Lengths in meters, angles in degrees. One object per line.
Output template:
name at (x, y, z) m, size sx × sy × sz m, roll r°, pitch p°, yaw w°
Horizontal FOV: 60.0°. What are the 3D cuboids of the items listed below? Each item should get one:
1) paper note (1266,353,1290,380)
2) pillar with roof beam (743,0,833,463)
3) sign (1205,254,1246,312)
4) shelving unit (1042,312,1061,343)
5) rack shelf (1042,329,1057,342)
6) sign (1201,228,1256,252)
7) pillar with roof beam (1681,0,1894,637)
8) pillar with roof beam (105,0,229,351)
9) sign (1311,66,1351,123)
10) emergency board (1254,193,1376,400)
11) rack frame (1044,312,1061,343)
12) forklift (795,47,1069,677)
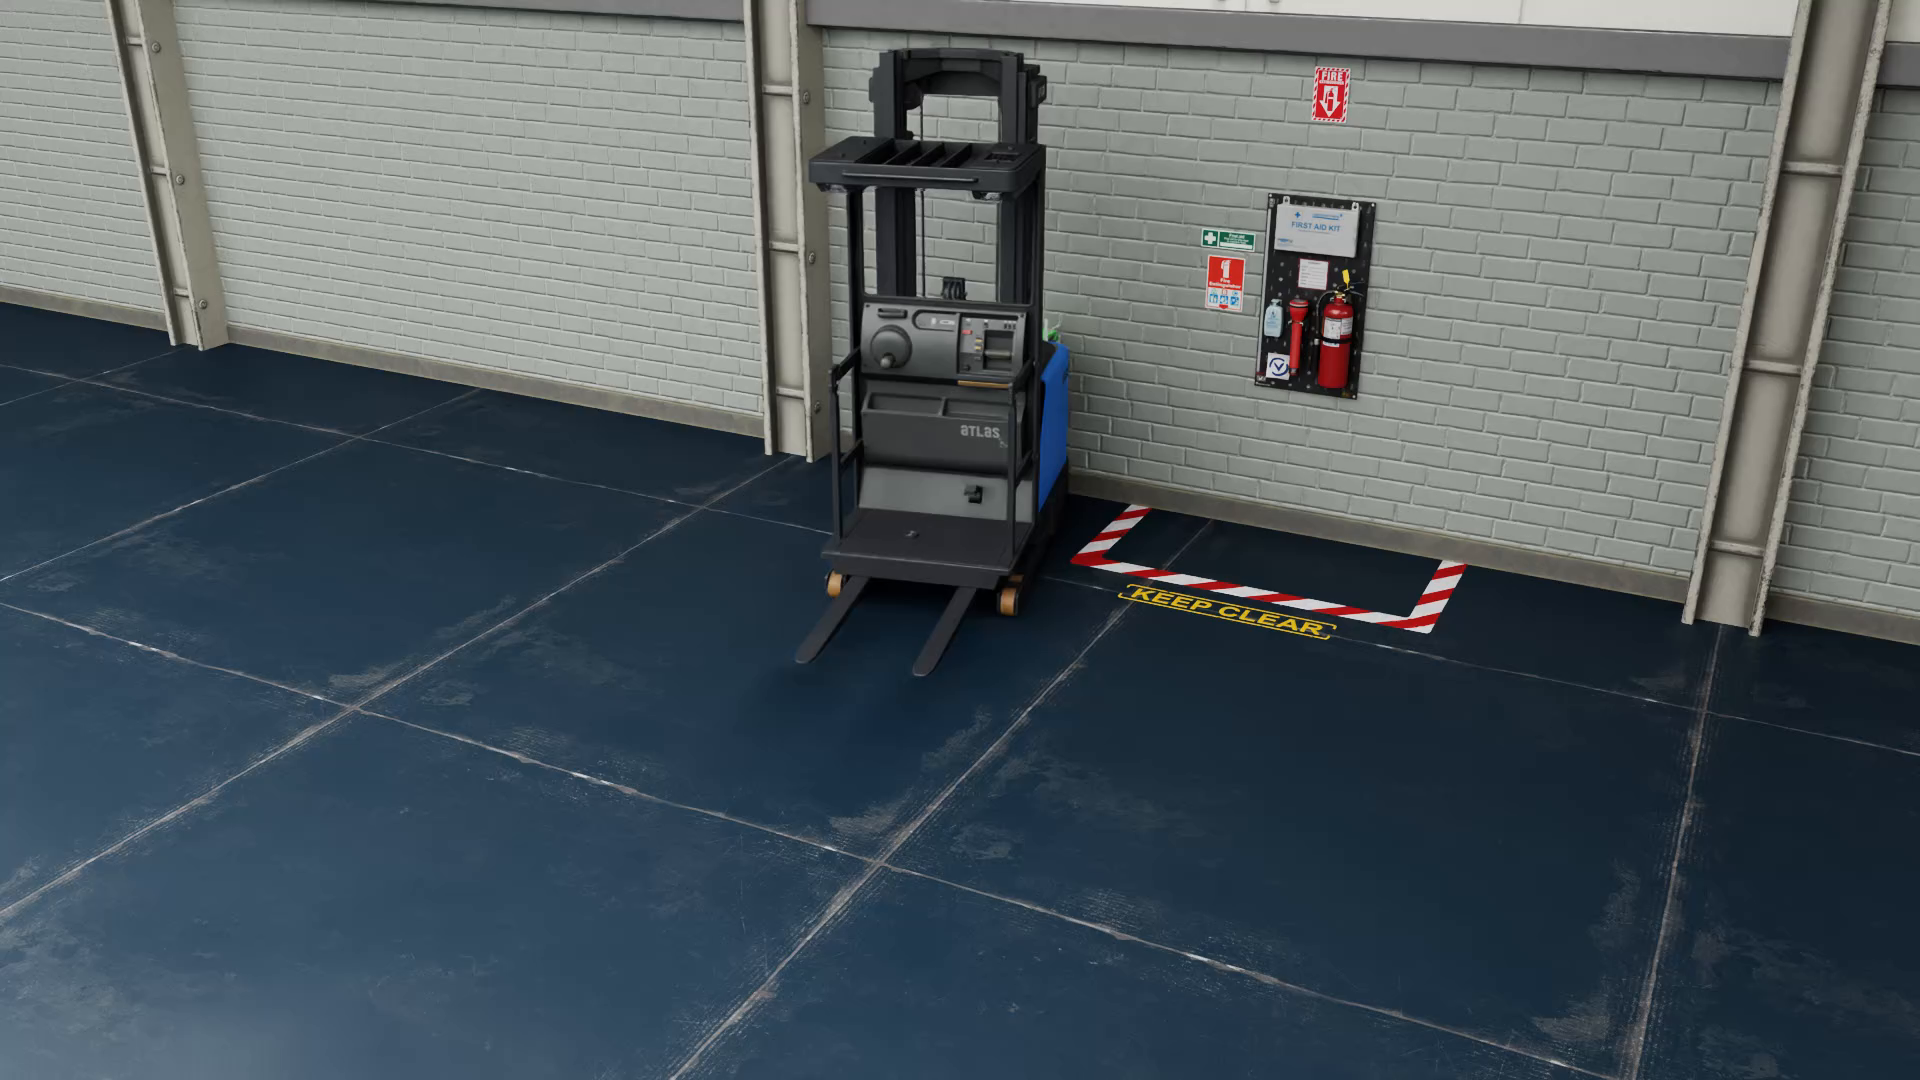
paper note at (1.914, -1.044, 9.997) m, size 0.142 × 0.148 × 0.016 m, roll 11°, pitch 25°, yaw 25°
pillar with roof beam at (-3.068, -3.261, 6.419) m, size 0.400 × 9.000 × 9.100 m, roll 11°, pitch 25°, yaw 25°
sign at (1.594, -1.544, 10.002) m, size 0.234 × 0.329 × 0.001 m, roll 11°, pitch 25°, yaw 25°
shelving unit at (0.362, -0.893, 10.800) m, size 0.503 × 1.200 × 0.258 m, roll 10°, pitch 23°, yaw 24°
rack shelf at (0.367, -1.282, 10.653) m, size 0.480 × 0.148 × 0.258 m, roll 10°, pitch 23°, yaw 24°
sign at (1.594, -1.784, 9.889) m, size 0.331 × 0.109 × 0.001 m, roll 11°, pitch 25°, yaw 25°
pillar with roof beam at (2.287, -2.201, 3.927) m, size 0.400 × 9.000 × 9.100 m, roll 11°, pitch 25°, yaw 25°
pillar with roof beam at (-8.422, -4.320, 8.910) m, size 0.400 × 9.000 × 9.100 m, roll 11°, pitch 25°, yaw 25°
sign at (2.079, -2.497, 9.326) m, size 0.199 × 0.298 × 0.001 m, roll 11°, pitch 25°, yaw 25°
emergency board at (2.041, -1.394, 9.694) m, size 0.643 × 1.169 × 0.194 m, roll 11°, pitch 25°, yaw 25°
rack frame at (0.582, -0.854, 10.701) m, size 0.015 × 1.200 × 0.240 m, roll 10°, pitch 23°, yaw 24°
forklift at (-0.142, -1.086, 9.058) m, size 1.130 × 2.935 × 3.031 m, roll 5°, pitch 24°, yaw 12°
